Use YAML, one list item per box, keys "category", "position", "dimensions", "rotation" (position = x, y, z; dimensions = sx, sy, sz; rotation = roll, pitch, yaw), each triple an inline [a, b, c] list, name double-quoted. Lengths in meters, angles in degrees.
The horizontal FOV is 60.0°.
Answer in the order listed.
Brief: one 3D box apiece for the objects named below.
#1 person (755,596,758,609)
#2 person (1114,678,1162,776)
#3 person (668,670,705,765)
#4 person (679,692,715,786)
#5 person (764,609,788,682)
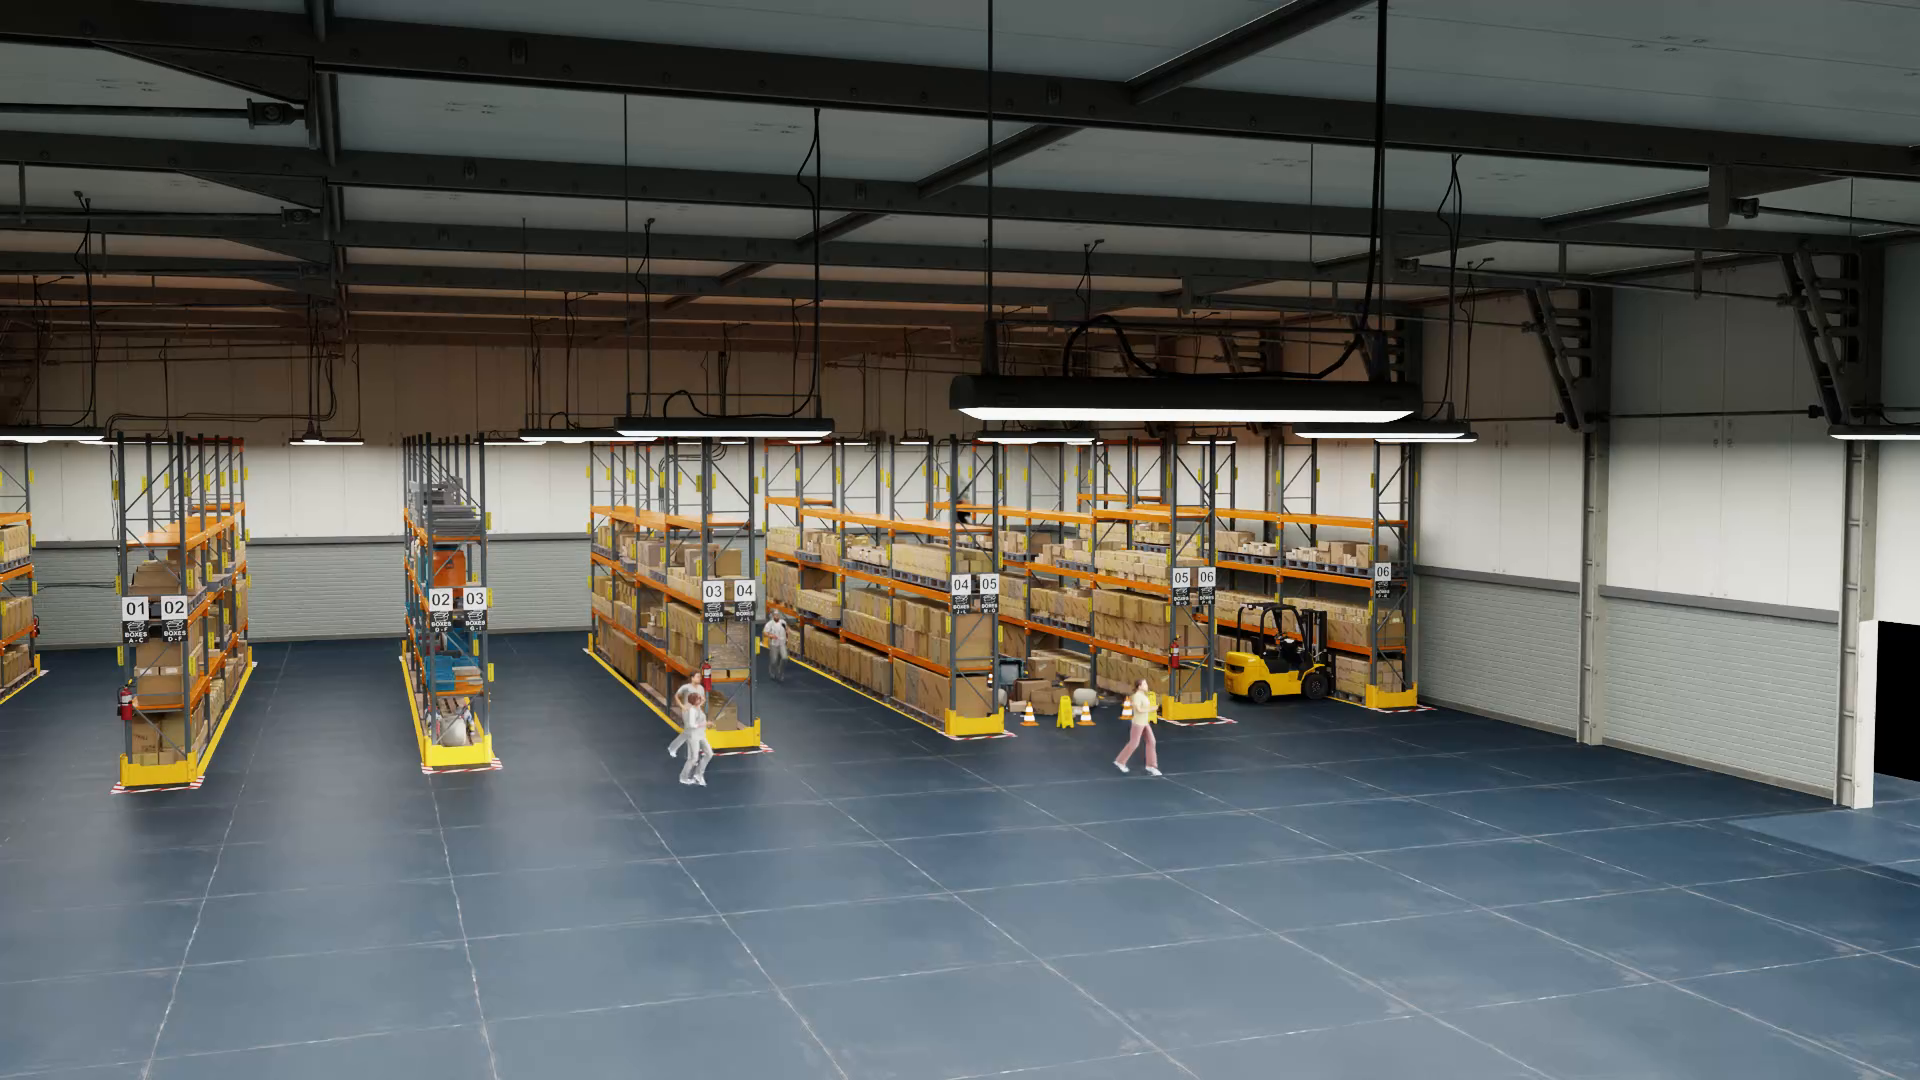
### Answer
- category: "person"
  position: [-6.228, 2.174, 49.120]
  dimensions: [0.657, 1.661, 0.746]
  rotation: [-3, 4, -44]
- category: "person"
  position: [3.110, 3.260, 29.090]
  dimensions: [0.832, 1.721, 0.576]
  rotation: [1, 3, 23]
- category: "person"
  position: [-4.919, 3.218, 30.477]
  dimensions: [0.851, 1.673, 0.615]
  rotation: [3, 4, 39]
- category: "person"
  position: [-4.428, 3.370, 28.060]
  dimensions: [0.640, 1.618, 0.514]
  rotation: [1, 3, 11]
- category: "person"
  position: [-4.495, 2.594, 40.889]
  dimensions: [0.665, 1.820, 0.723]
  rotation: [-1, 3, -21]
